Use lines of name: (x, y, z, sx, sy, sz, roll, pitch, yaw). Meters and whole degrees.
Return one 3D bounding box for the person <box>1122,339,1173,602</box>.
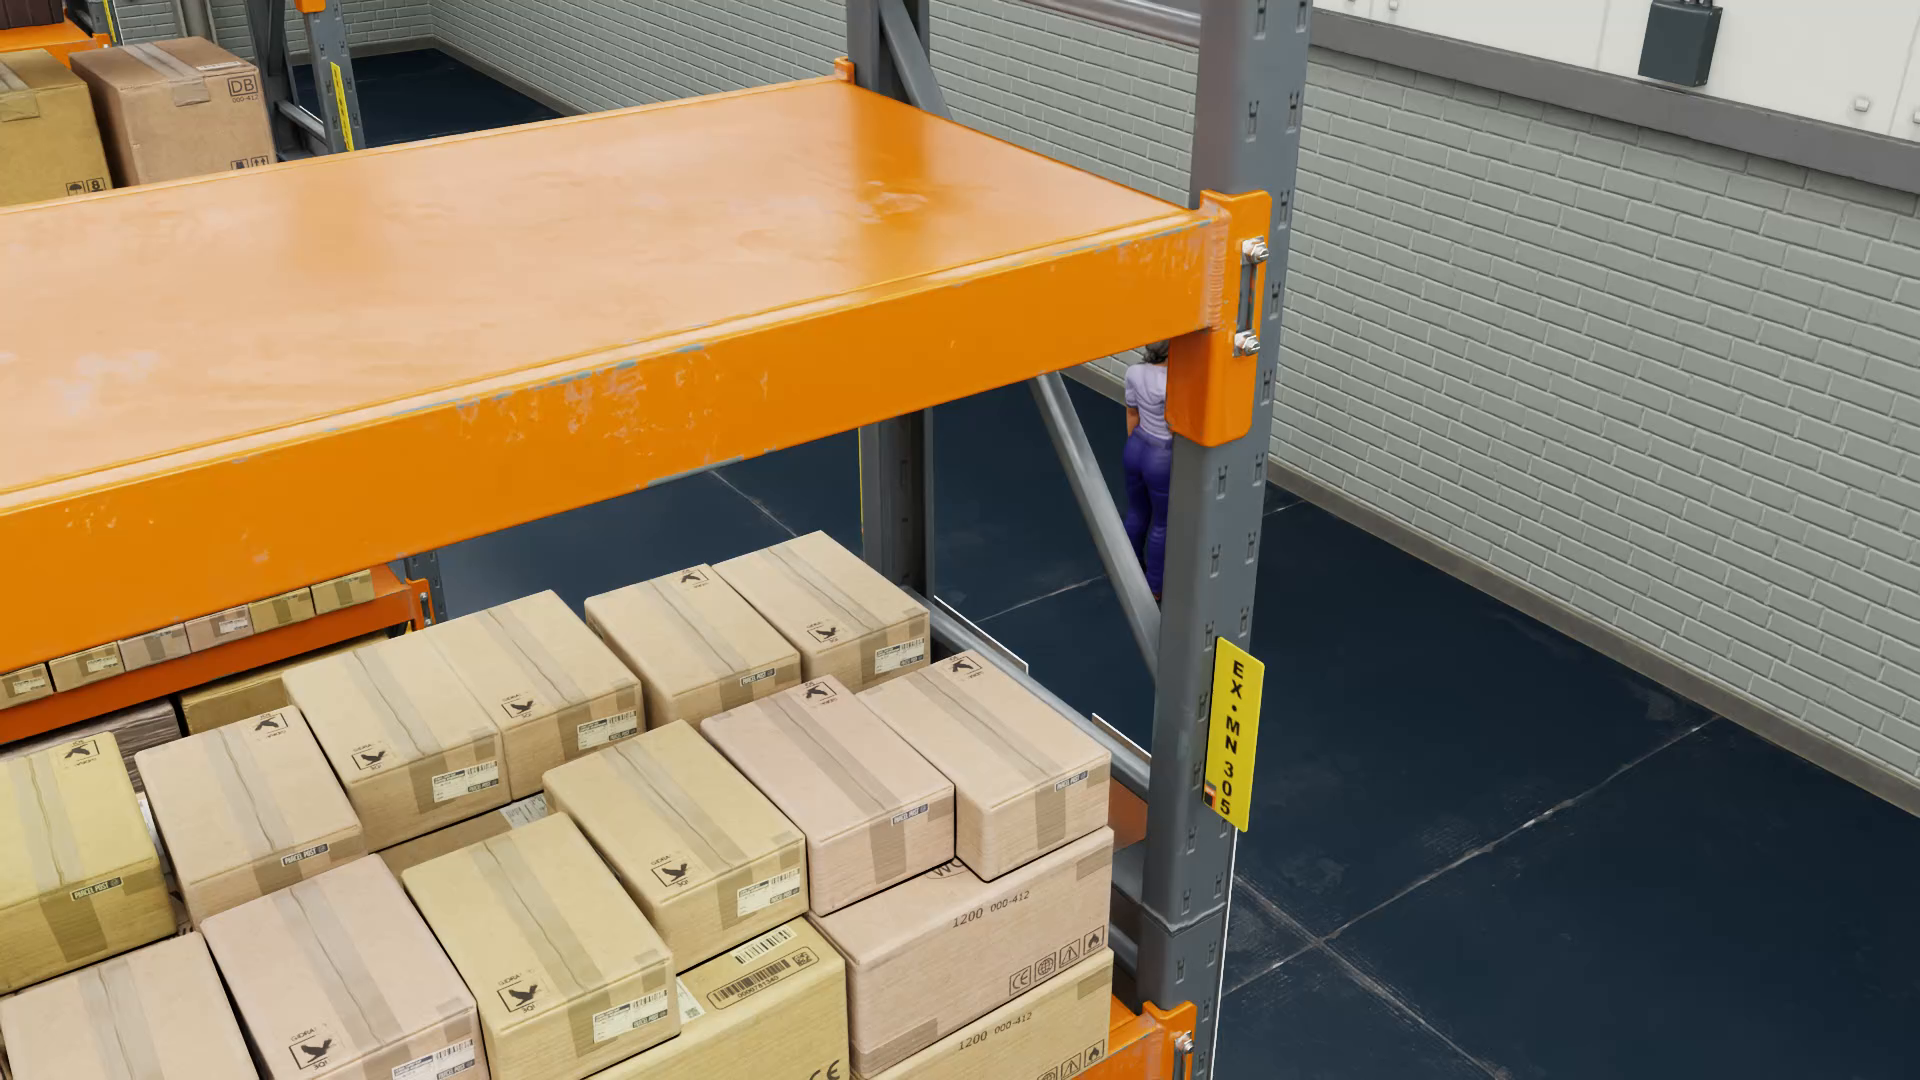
person: (1.132, -0.448, 9.502, 0.349, 1.653, 0.471, -18, 33, -29)
